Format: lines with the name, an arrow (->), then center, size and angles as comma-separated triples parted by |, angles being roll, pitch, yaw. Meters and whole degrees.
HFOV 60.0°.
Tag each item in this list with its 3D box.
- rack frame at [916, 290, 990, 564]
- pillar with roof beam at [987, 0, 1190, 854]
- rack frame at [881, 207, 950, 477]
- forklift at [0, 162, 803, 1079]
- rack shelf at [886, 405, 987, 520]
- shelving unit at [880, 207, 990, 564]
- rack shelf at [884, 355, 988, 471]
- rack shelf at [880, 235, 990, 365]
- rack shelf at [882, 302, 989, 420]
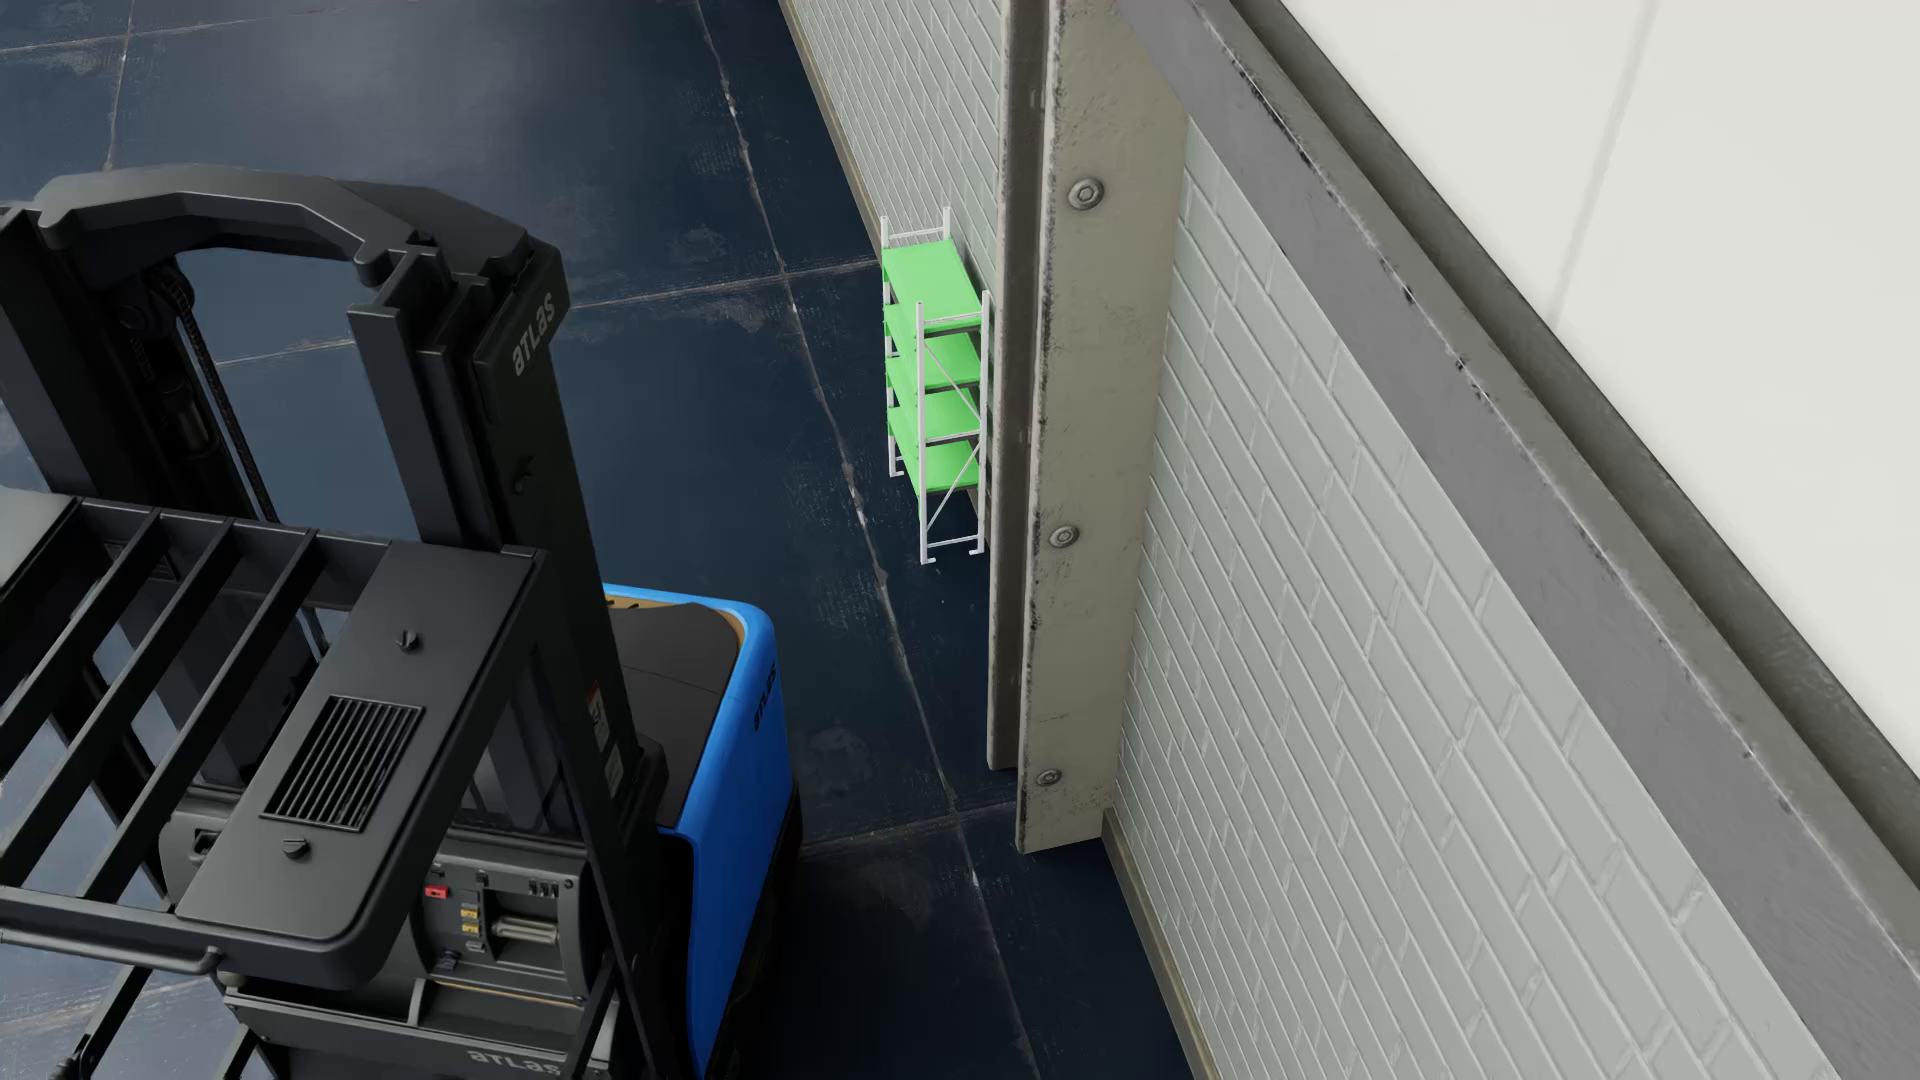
rack frame -> -0.025, -0.357, 5.759 | 0.240, 1.200, 0.015 | -11, 47, -11
pillar with roof beam -> -3.875, -1.530, 1.449 | 9.100, 9.000, 0.400 | -11, 47, -10
rack frame -> -0.154, -0.693, 6.088 | 0.240, 1.200, 0.015 | -11, 47, -11
forklift -> -1.267, 0.880, 3.335 | 1.130, 2.935, 3.031 | 7, 46, 7
rack shelf -> -0.091, -0.312, 6.140 | 0.258, 0.148, 0.480 | -11, 47, -11
shelving unit -> -0.089, -0.525, 5.924 | 0.258, 1.200, 0.503 | -11, 47, -11
rack shelf -> -0.090, -0.480, 5.969 | 0.258, 0.148, 0.480 | -11, 47, -11
rack shelf -> -0.087, -0.817, 5.627 | 0.258, 0.148, 0.480 | -11, 47, -11
rack shelf -> -0.089, -0.648, 5.798 | 0.258, 0.148, 0.480 | -11, 47, -11
